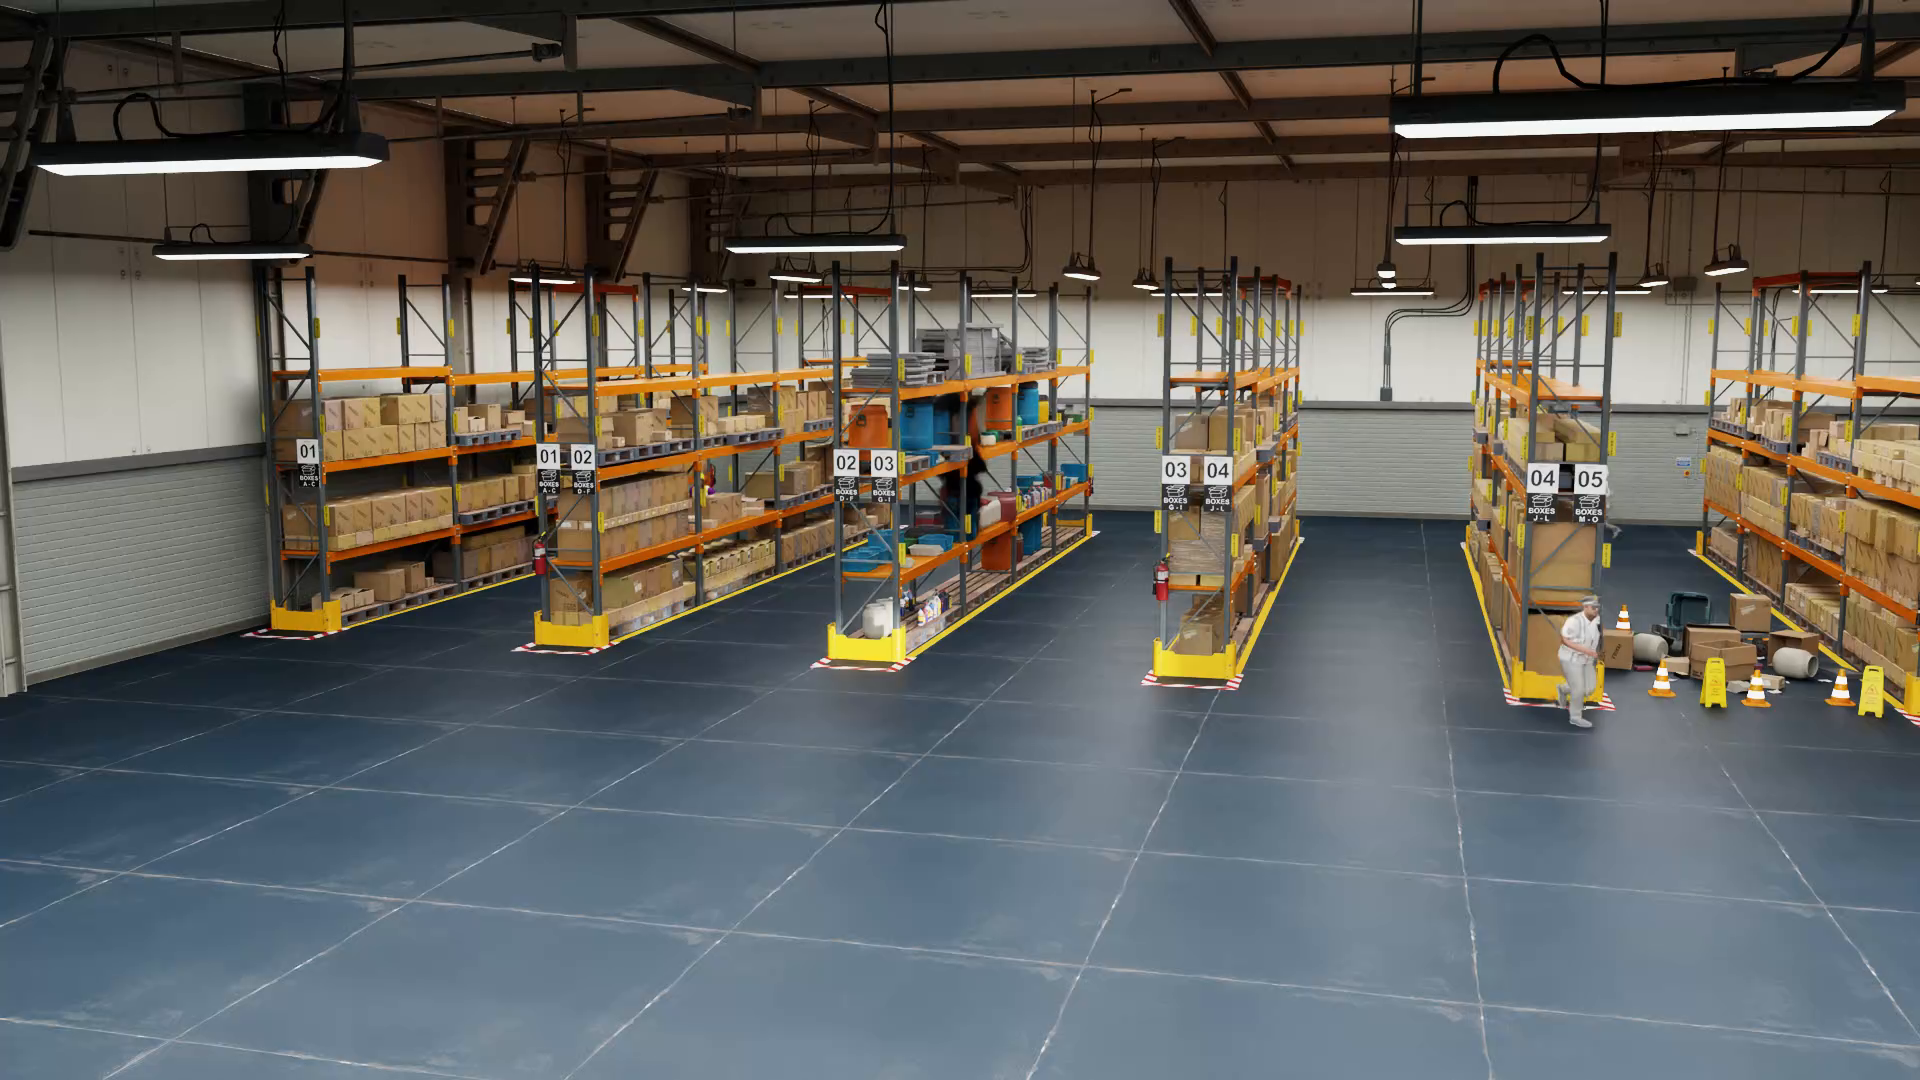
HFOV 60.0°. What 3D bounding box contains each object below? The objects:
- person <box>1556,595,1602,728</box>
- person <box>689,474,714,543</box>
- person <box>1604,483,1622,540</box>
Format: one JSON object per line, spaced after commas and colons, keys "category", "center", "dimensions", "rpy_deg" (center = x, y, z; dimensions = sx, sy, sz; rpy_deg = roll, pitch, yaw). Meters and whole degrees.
{"category": "person", "center": [7.804, 1.506, 21.001], "dimensions": [0.649, 1.714, 0.763], "rpy_deg": [-3, 8, -23]}
{"category": "person", "center": [-5.846, -0.639, 37.769], "dimensions": [0.683, 1.741, 0.851], "rpy_deg": [1, 7, 8]}
{"category": "person", "center": [14.922, -0.754, 38.626], "dimensions": [0.909, 1.766, 0.683], "rpy_deg": [2, 8, 15]}
